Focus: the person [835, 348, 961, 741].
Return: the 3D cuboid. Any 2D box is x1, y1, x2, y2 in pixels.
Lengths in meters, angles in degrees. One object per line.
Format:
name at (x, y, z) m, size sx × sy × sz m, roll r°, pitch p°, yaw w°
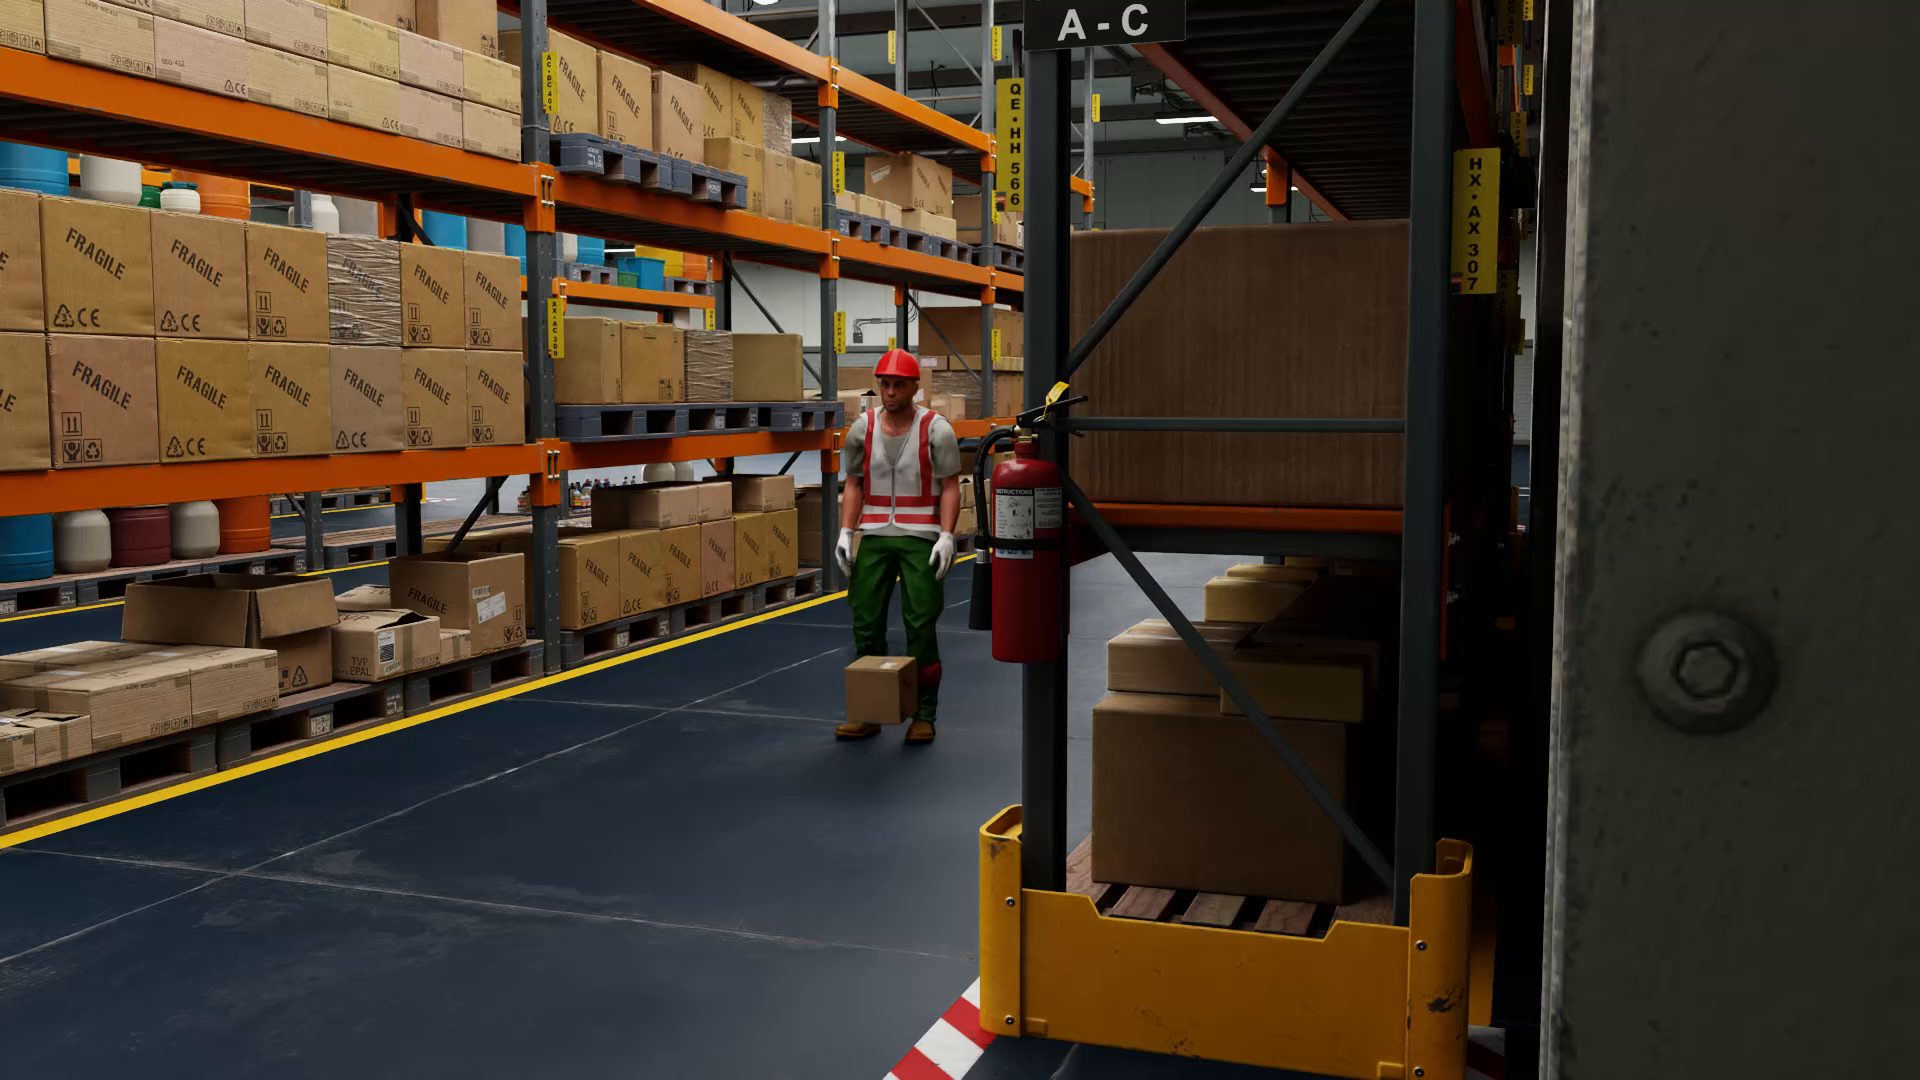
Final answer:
person at (-0.283, 0.021, 7.600) m, size 0.568 × 1.781 × 0.435 m, roll 2°, pitch 5°, yaw 17°
